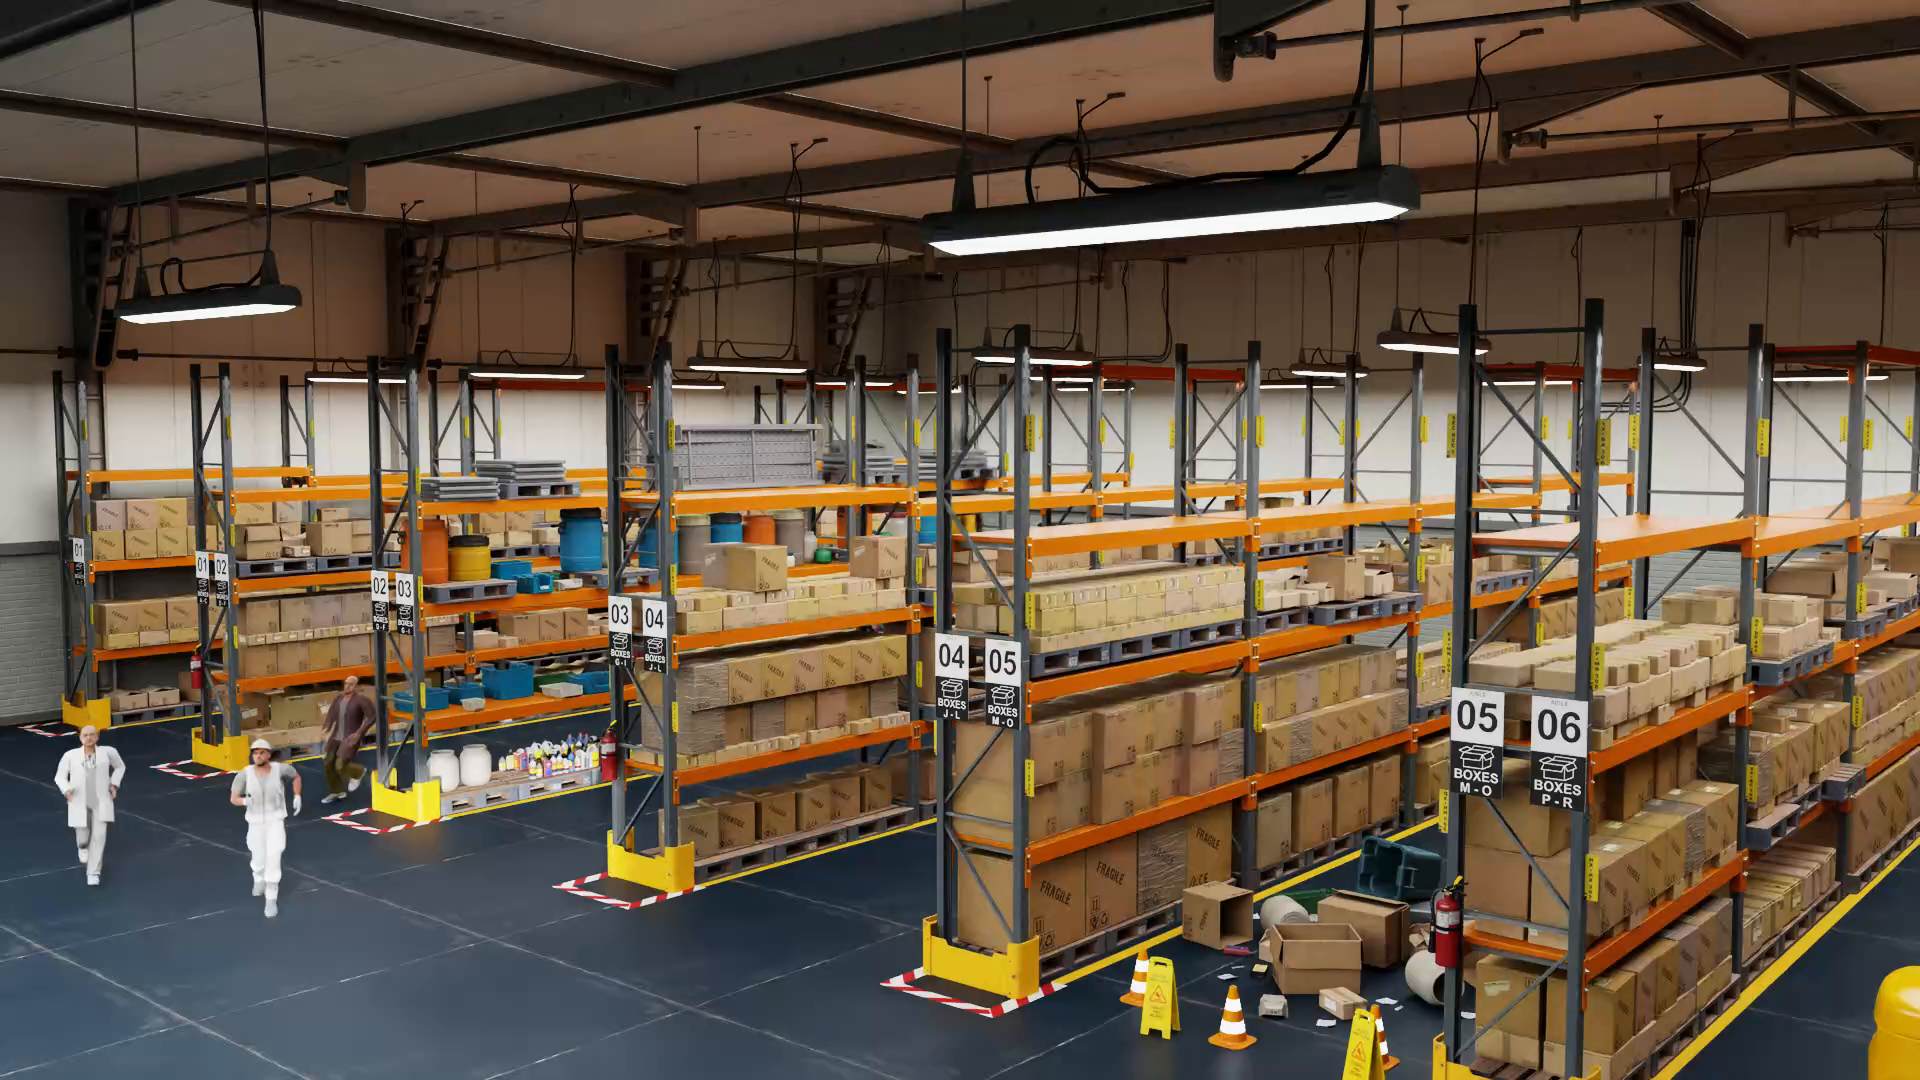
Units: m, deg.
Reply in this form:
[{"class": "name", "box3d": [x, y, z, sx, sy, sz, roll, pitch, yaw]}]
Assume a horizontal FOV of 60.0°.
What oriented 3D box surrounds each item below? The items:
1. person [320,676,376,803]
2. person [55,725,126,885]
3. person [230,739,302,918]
[{"class": "person", "box3d": [-8.296, 2.790, 22.571, 0.766, 1.538, 0.550, 2, 4, 22]}, {"class": "person", "box3d": [-9.738, 2.922, 18.657, 0.710, 1.693, 0.888, -2, 5, -29]}, {"class": "person", "box3d": [-7.342, 2.998, 17.623, 0.677, 1.829, 0.912, -1, 4, -15]}]
